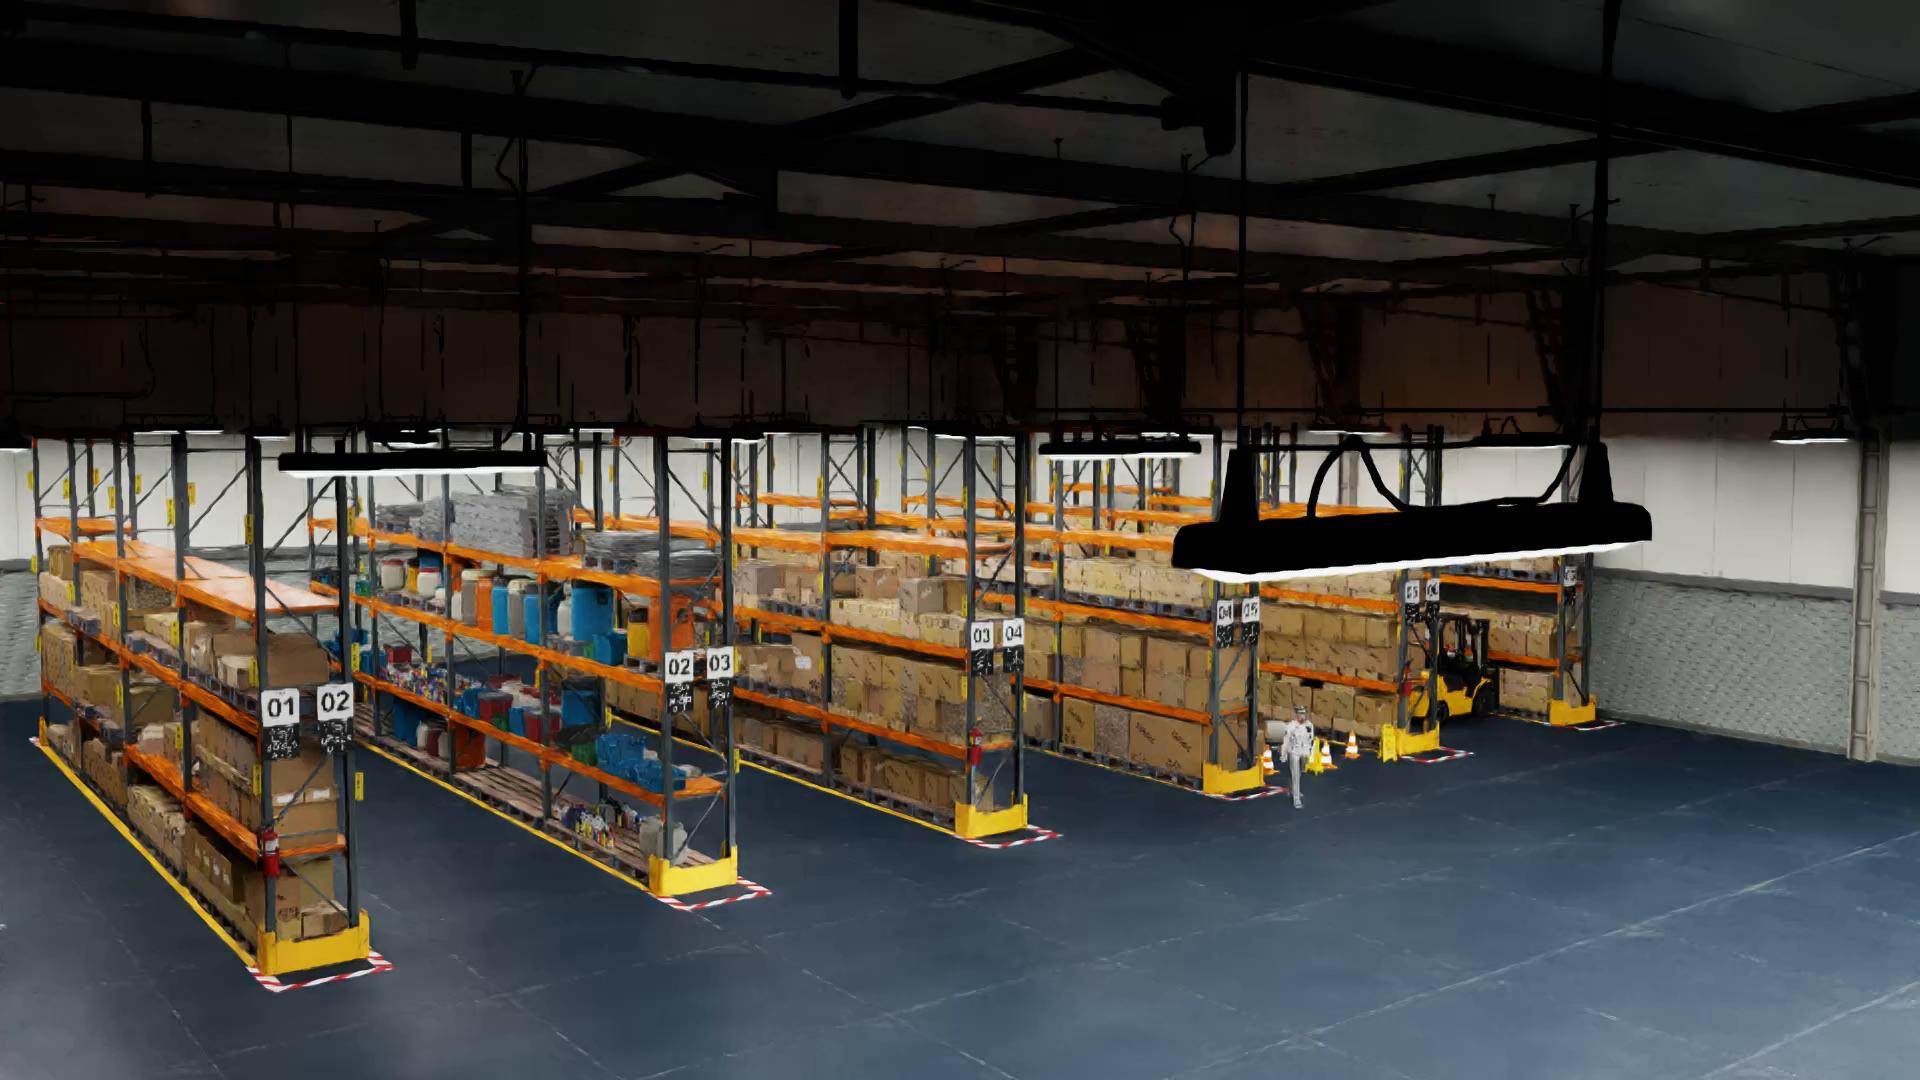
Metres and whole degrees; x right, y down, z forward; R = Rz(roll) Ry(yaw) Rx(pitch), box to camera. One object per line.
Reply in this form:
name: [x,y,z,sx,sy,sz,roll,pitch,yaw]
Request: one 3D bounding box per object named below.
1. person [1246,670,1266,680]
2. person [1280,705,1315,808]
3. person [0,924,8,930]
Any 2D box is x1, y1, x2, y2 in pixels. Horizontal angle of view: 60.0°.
person: [6.835,2.447,38.741,0.550,1.663,0.586,-1,5,-14]
person: [5.435,3.428,26.681,0.520,1.620,0.943,-1,5,-14]
person: [-12.035,3.897,20.031,0.844,1.713,0.682,3,6,36]
